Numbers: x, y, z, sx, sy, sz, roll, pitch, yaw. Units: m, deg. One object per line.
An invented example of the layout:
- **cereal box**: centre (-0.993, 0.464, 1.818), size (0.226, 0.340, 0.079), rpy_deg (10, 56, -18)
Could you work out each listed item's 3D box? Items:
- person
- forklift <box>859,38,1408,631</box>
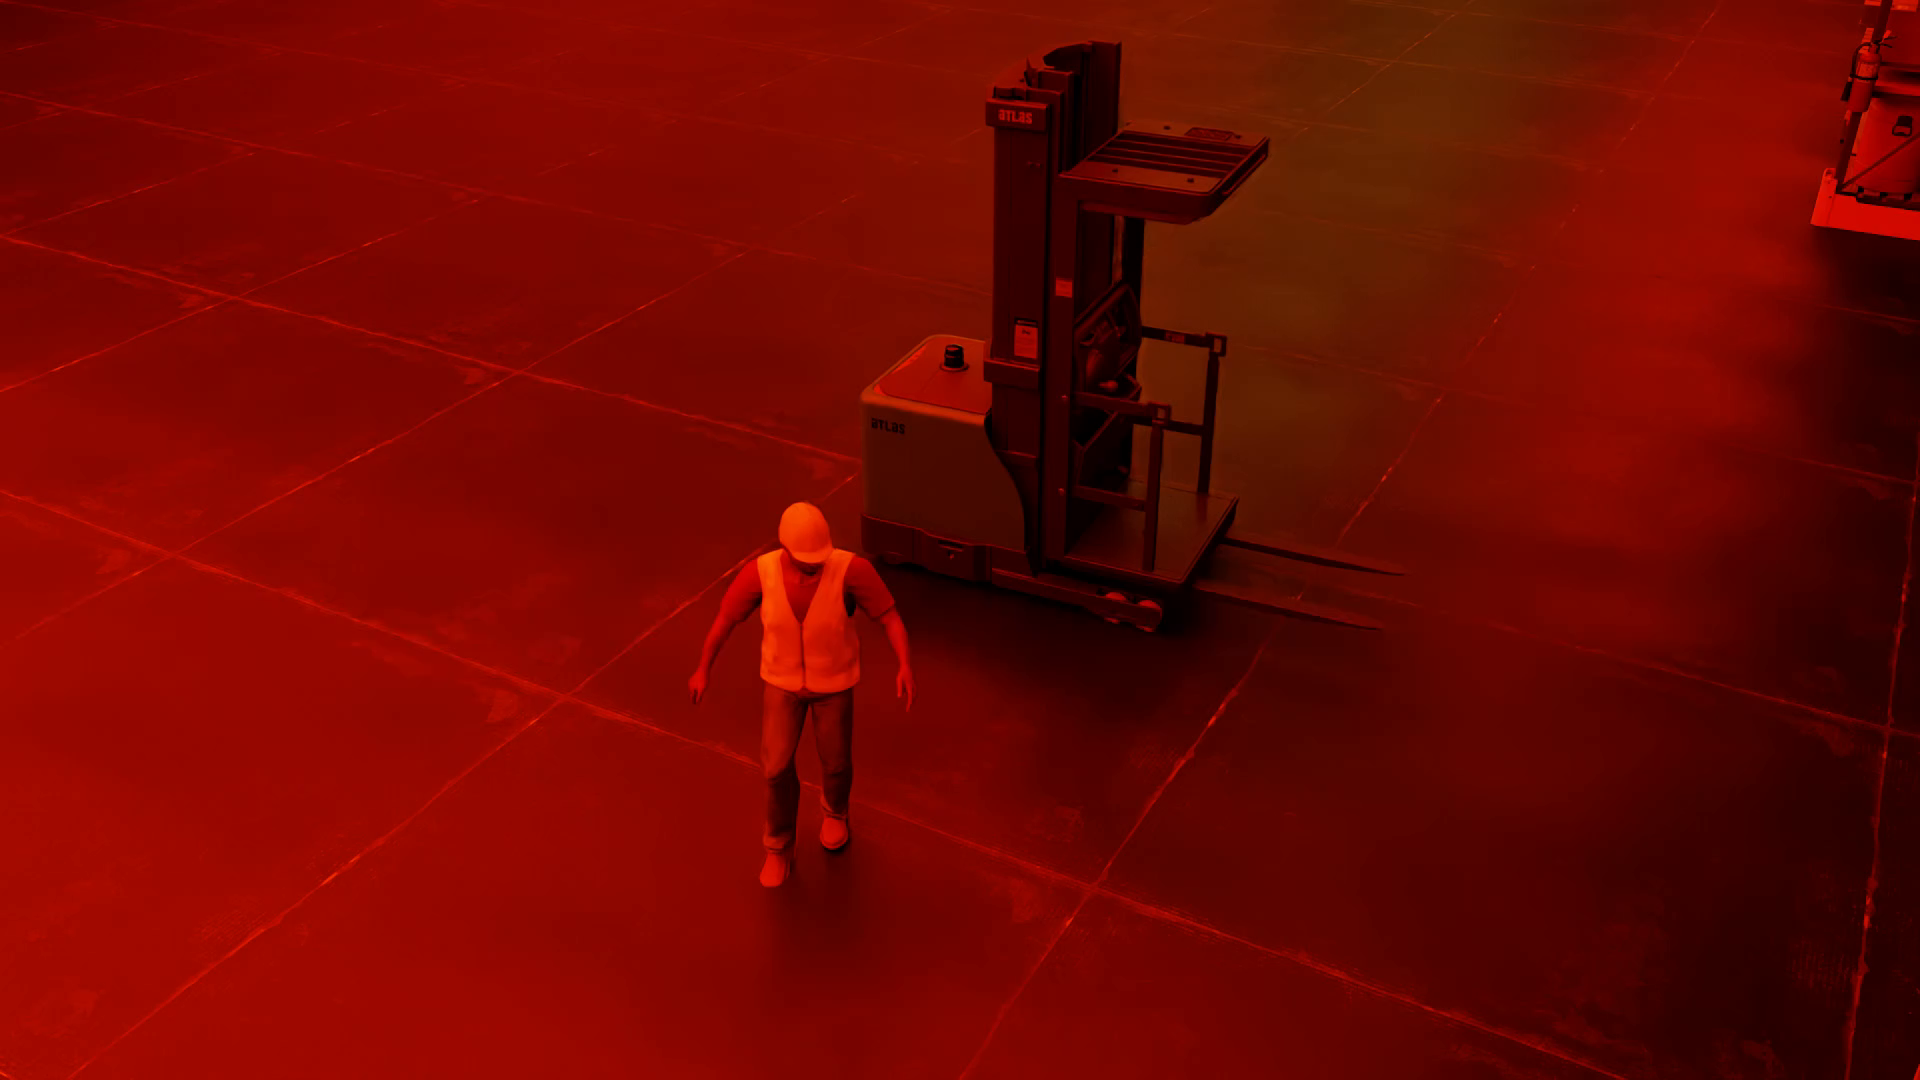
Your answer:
- **person**: centre (-0.674, 0.673, 7.145), size (1.032, 1.792, 0.592), rpy_deg (2, 30, 4)
- **forklift**: centre (0.981, -1.073, 8.930), size (3.031, 2.935, 1.130), rpy_deg (13, 32, 21)
